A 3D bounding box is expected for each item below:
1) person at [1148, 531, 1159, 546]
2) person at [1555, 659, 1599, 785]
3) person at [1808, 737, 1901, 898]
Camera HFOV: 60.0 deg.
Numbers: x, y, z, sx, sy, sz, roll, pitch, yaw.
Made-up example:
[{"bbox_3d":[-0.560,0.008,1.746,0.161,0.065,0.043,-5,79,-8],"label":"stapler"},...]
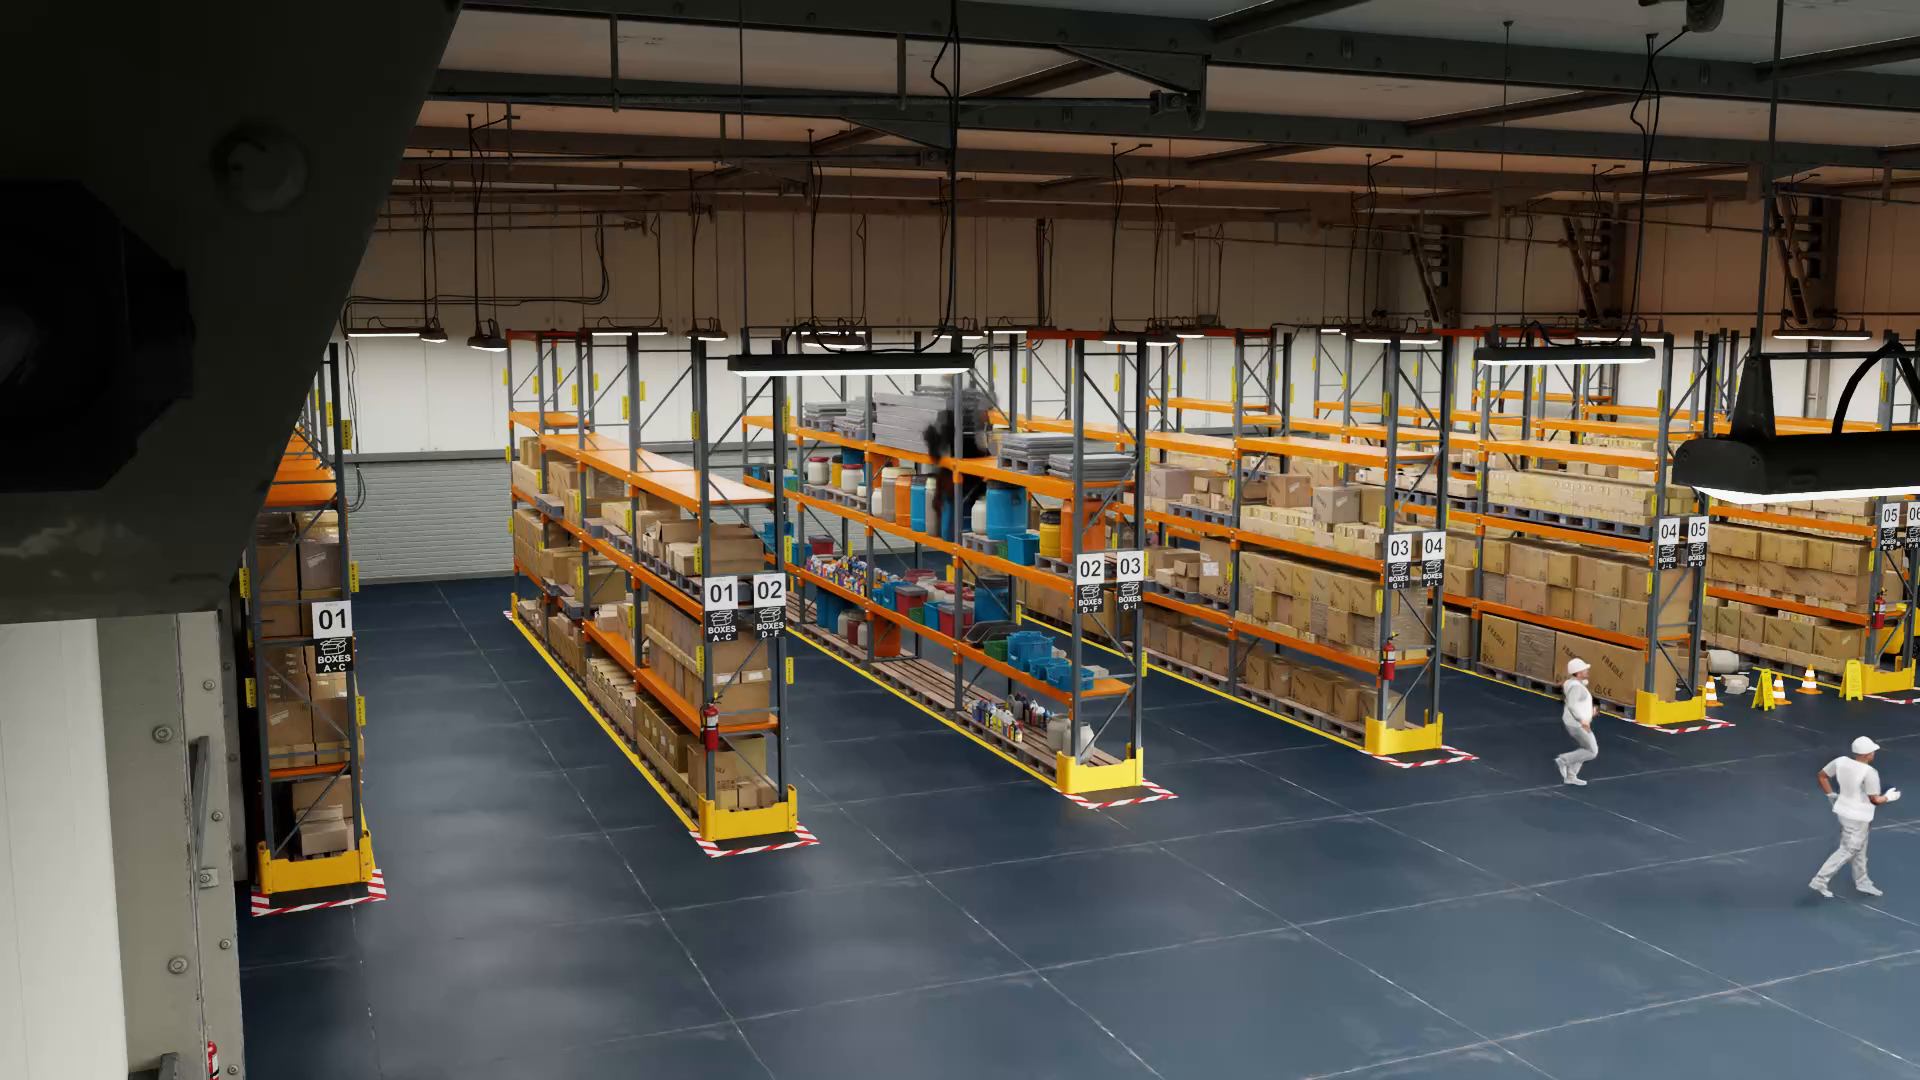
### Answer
[{"bbox_3d":[4.979,-0.193,42.018,0.626,1.645,0.589,-3,8,-22],"label":"person"},{"bbox_3d":[8.306,2.452,22.350,0.579,1.730,0.666,1,8,10],"label":"person"},{"bbox_3d":[9.620,3.005,17.925,0.939,1.800,0.634,0,8,-4],"label":"person"}]
